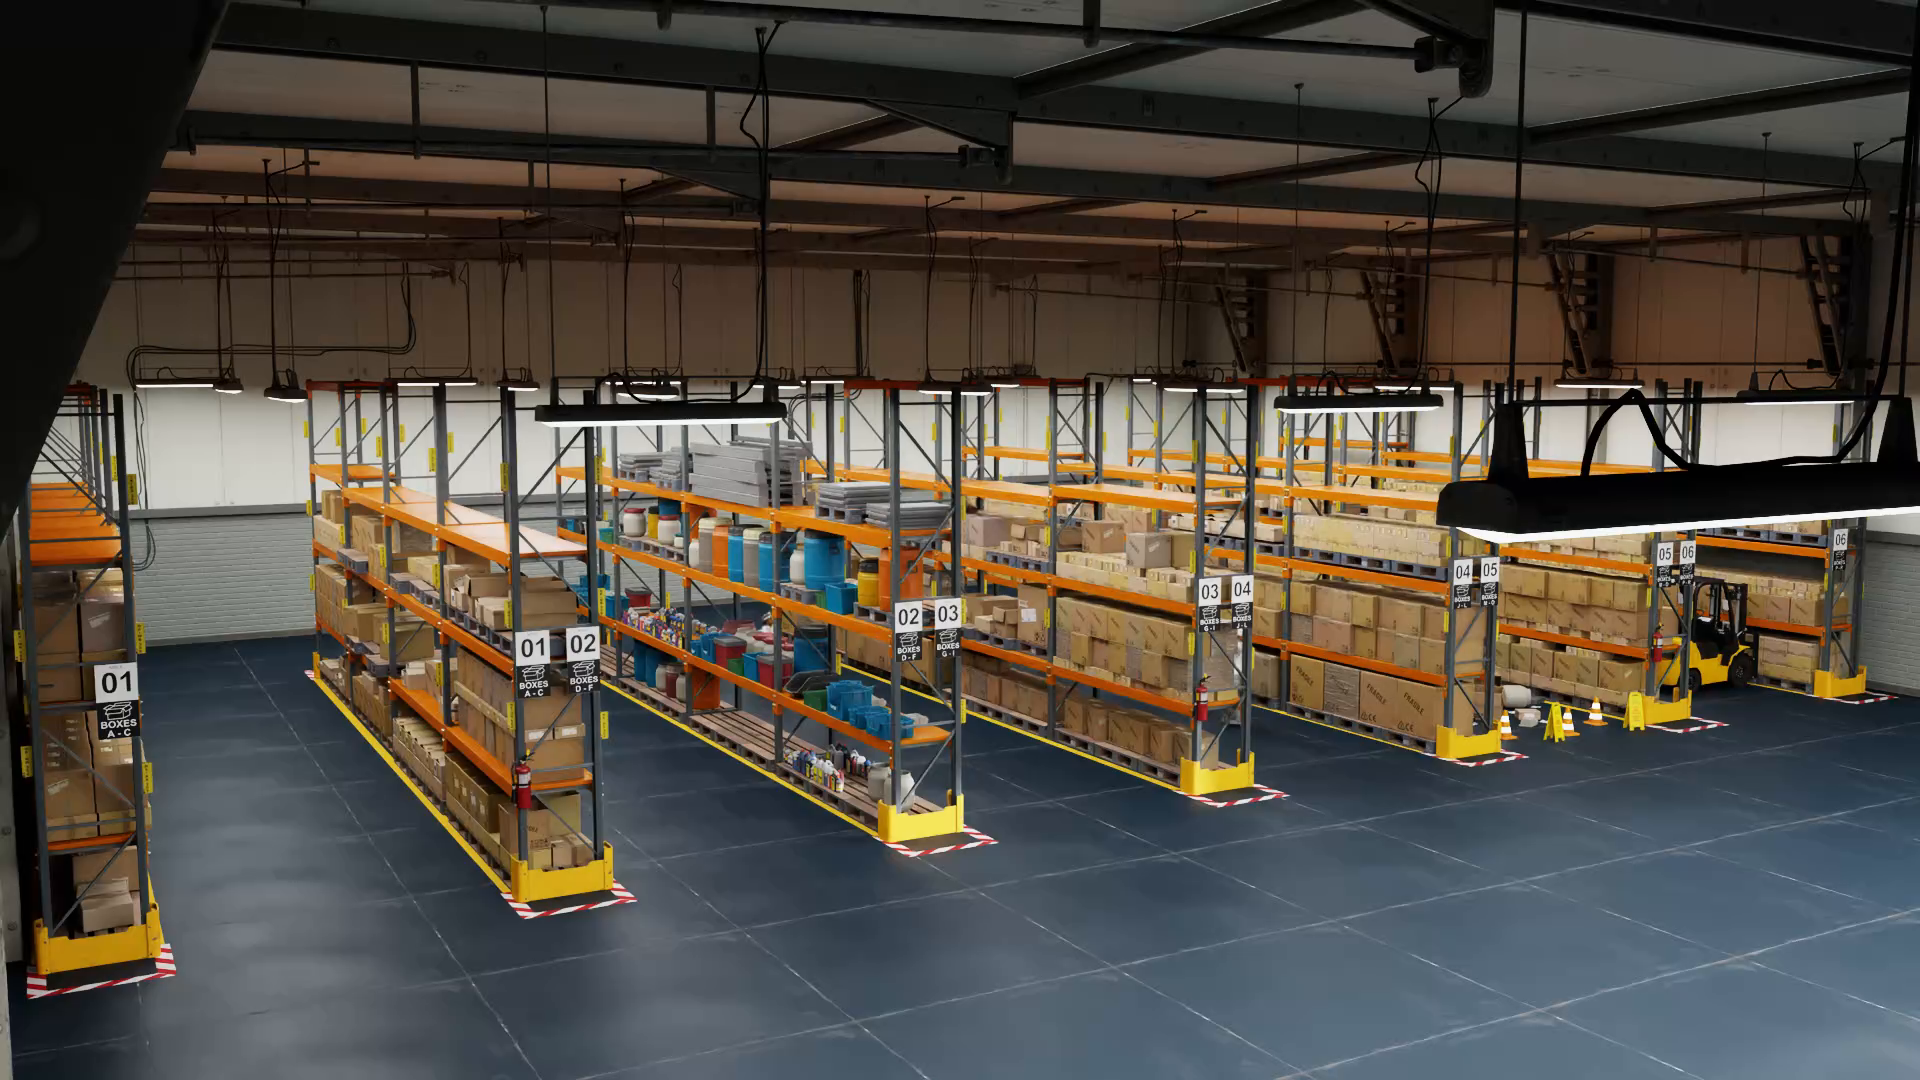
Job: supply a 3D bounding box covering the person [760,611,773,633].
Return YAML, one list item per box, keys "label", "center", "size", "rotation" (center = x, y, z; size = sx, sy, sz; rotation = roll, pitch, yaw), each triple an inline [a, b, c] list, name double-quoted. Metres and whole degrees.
- label: "person"
  center: [-3.569, 2.163, 31.441]
  size: [0.471, 1.653, 0.928]
  rotation: [-3, 7, -25]

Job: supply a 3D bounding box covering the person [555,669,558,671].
- label: "person"
  center: [-7.374, 2.307, 29.806]
  size: [0.451, 1.817, 0.567]
  rotation: [-3, 7, -29]

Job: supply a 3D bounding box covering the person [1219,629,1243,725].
- label: "person"
  center: [4.756, 2.387, 29.097]
  size: [0.550, 1.837, 0.564]
  rotation: [2, 6, 21]
